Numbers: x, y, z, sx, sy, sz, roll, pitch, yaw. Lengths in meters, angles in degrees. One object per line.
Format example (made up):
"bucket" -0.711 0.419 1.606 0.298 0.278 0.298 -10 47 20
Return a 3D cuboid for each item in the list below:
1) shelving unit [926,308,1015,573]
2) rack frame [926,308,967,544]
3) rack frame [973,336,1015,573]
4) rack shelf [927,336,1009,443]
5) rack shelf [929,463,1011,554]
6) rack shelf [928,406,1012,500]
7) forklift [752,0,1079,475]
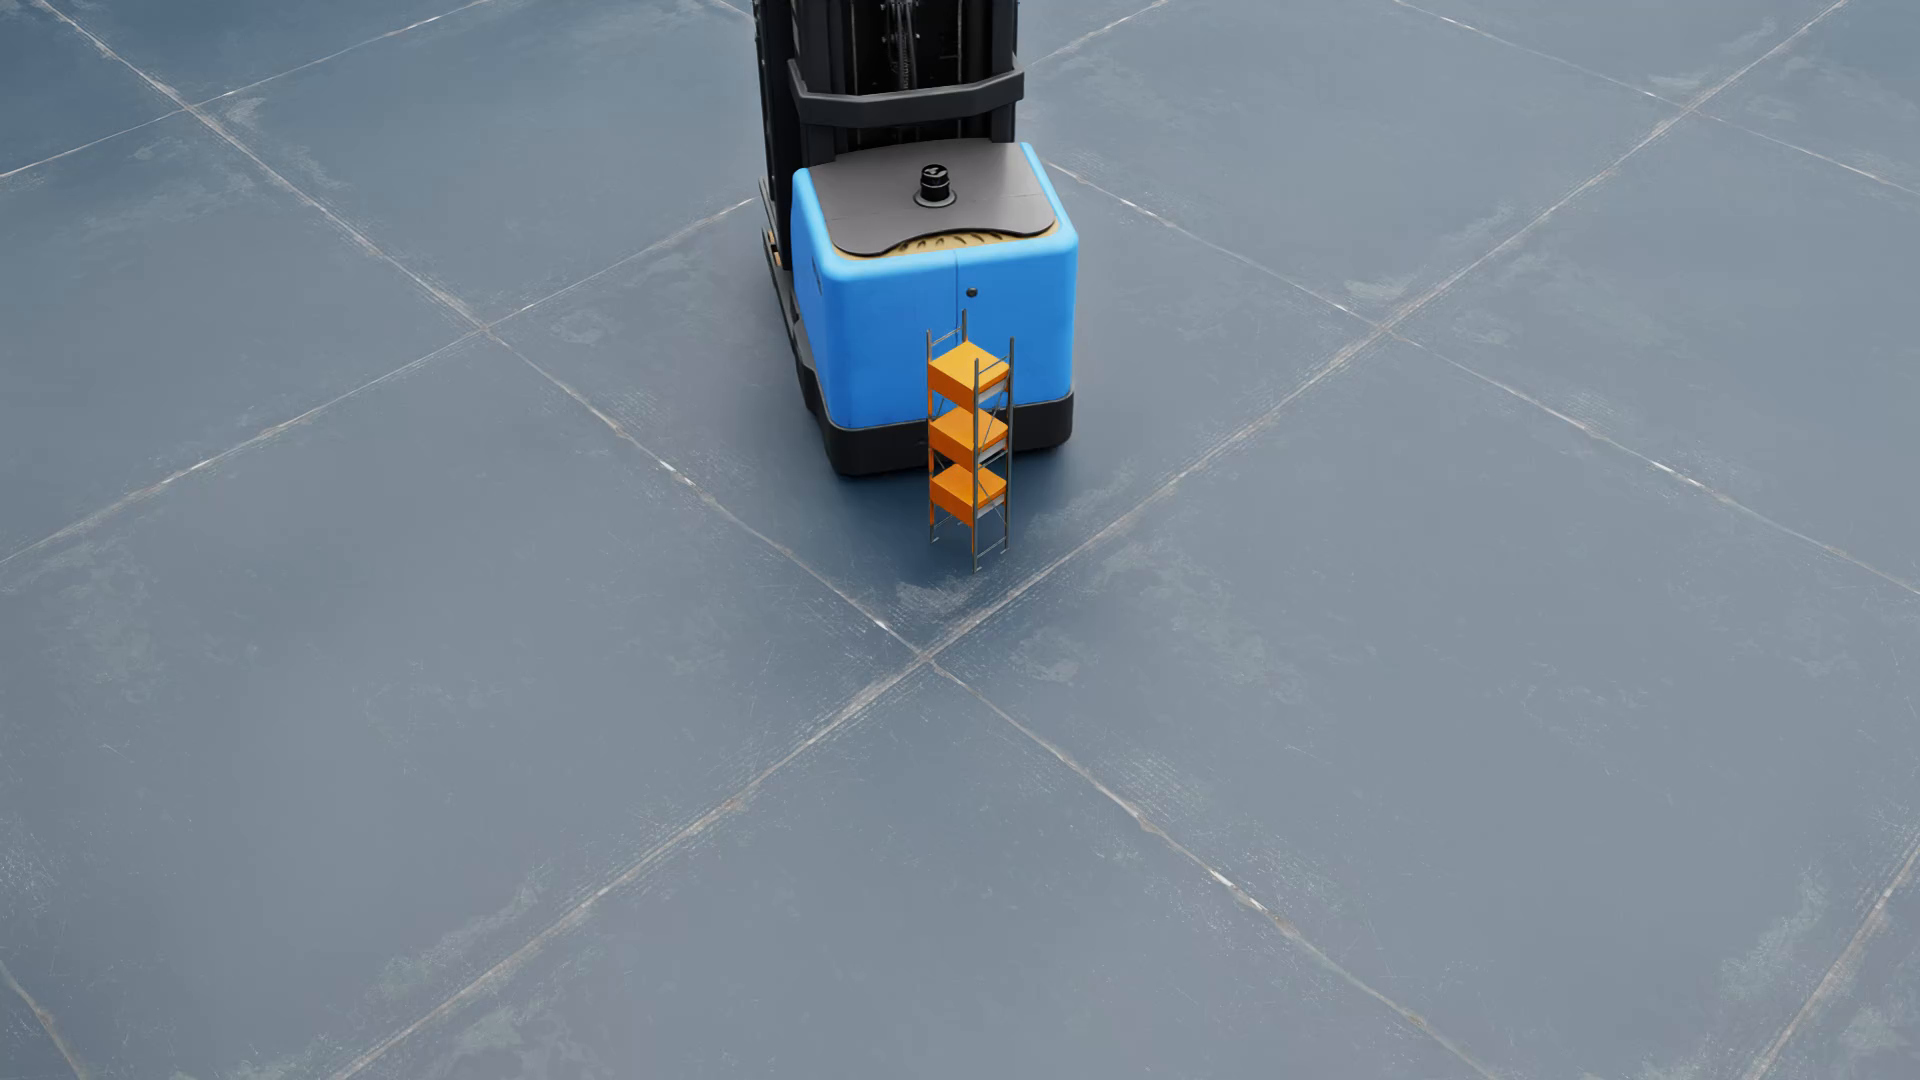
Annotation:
"shelving unit" 0.038 -0.360 6.366 0.215 1.050 0.252 -34 53 -31
"rack frame" -0.048 -0.418 6.429 0.200 1.050 0.008 -34 53 -31
"rack frame" 0.124 -0.301 6.302 0.200 1.050 0.008 -34 53 -31
"rack shelf" 0.038 -0.561 6.180 0.215 0.259 0.240 -34 53 -31
"rack shelf" 0.038 -0.148 6.562 0.215 0.259 0.240 -34 53 -31
"rack shelf" 0.038 -0.352 6.373 0.215 0.259 0.240 -34 53 -31
"forklift" -0.352 -2.359 7.144 1.130 2.935 3.031 -9 43 -10
